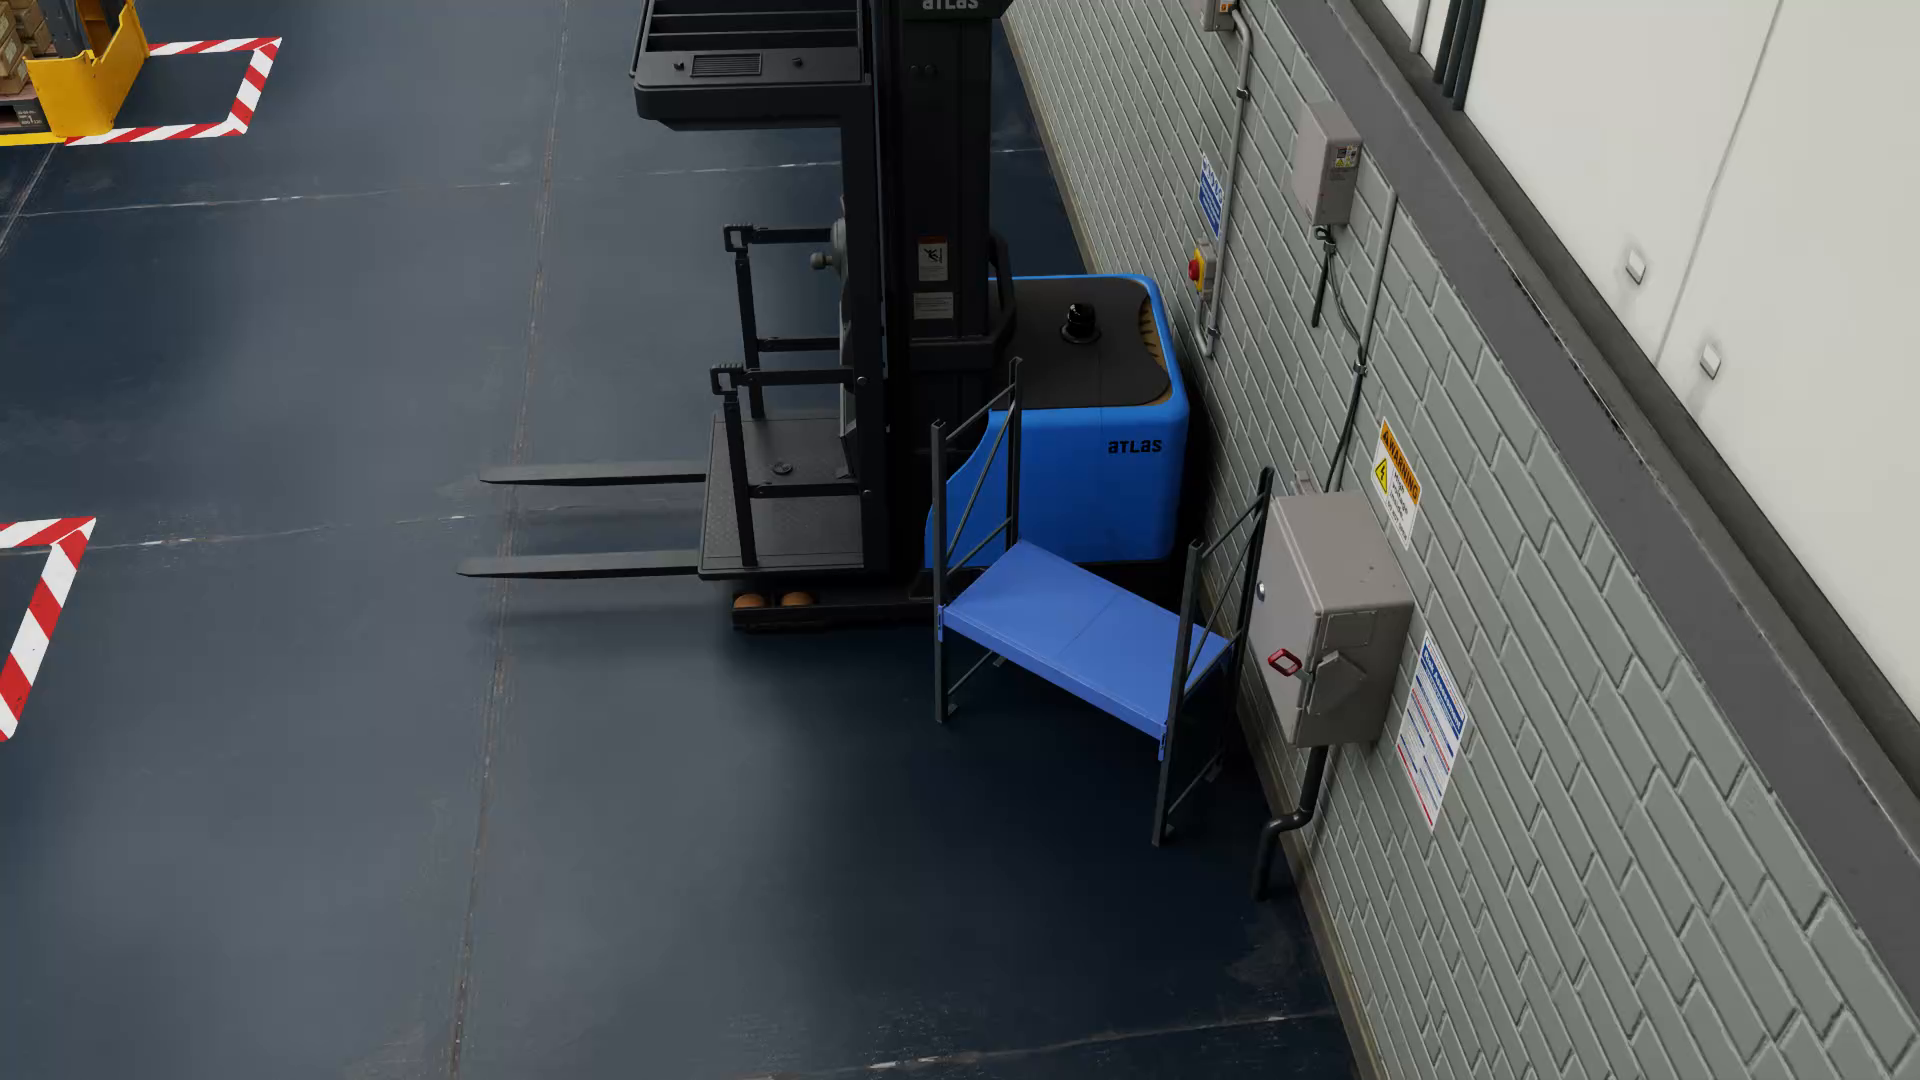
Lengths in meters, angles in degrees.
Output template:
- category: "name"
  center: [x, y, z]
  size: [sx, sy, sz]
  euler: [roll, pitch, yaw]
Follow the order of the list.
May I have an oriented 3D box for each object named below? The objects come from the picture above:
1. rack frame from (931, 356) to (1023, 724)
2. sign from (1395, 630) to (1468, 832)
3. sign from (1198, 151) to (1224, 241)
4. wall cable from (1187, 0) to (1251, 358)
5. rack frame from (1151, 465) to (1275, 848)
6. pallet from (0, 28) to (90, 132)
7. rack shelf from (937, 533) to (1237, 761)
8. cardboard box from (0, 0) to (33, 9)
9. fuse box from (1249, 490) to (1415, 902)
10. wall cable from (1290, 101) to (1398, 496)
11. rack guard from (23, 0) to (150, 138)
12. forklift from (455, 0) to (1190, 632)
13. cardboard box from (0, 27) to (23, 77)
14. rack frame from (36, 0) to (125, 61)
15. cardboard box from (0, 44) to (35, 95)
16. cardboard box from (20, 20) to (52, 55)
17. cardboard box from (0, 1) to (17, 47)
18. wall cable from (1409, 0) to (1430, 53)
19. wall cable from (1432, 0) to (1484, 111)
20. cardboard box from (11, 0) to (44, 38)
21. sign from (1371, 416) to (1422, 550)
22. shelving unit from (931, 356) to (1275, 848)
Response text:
- category: "rack frame"
  center: [0.065, 0.039, 6.298]
  size: [0.032, 1.500, 0.500]
  euler: [27, 48, 27]
- category: "sign"
  center: [1.325, 0.541, 4.692]
  size: [0.001, 0.494, 0.329]
  euler: [-5, 42, -6]
- category: "sign"
  center: [0.982, -1.349, 6.516]
  size: [0.001, 0.218, 0.327]
  euler: [-5, 42, -6]
- category: "wall cable"
  center: [0.928, -1.601, 6.214]
  size: [0.123, 1.953, 0.585]
  euler: [-5, 42, -6]
- category: "rack frame"
  center: [0.877, 0.449, 5.844]
  size: [0.032, 1.500, 0.500]
  euler: [27, 48, 27]
- category: "pallet"
  center: [-6.288, -2.896, 10.514]
  size: [1.213, 0.211, 1.003]
  euler: [-5, 42, -6]
- category: "rack shelf"
  center: [0.471, 0.377, 6.191]
  size: [1.000, 0.185, 0.538]
  euler: [27, 48, 27]
- category: "cardboard box"
  center: [-5.966, -3.484, 10.454]
  size: [0.250, 0.149, 0.380]
  euler: [-7, 42, -7]
- category: "fuse box"
  center: [1.055, 0.674, 5.436]
  size: [0.414, 1.711, 0.539]
  euler: [-5, 42, -6]
- category: "wall cable"
  center: [1.123, -0.648, 5.181]
  size: [0.122, 1.984, 0.588]
  euler: [-5, 42, -6]
- category: "rack guard"
  center: [-5.478, -3.050, 10.470]
  size: [0.348, 0.500, 1.175]
  euler: [-5, 42, -6]
- category: "forklift"
  center: [-0.625, -1.065, 6.453]
  size: [3.031, 2.935, 1.130]
  euler: [-2, 42, -2]
- category: "cardboard box"
  center: [-5.889, -2.958, 10.093]
  size: [0.250, 0.149, 0.380]
  euler: [-6, 42, -7]
- category: "rack frame"
  center: [-5.402, -3.985, 9.640]
  size: [0.127, 3.000, 1.000]
  euler: [-5, 42, -6]
- category: "cardboard box"
  center: [-5.897, -2.898, 10.250]
  size: [0.250, 0.149, 0.380]
  euler: [-4, 42, -5]
- category: "cardboard box"
  center: [-5.964, -3.250, 10.639]
  size: [0.250, 0.149, 0.380]
  euler: [-4, 42, -5]
- category: "cardboard box"
  center: [-5.895, -3.089, 10.017]
  size: [0.250, 0.149, 0.380]
  euler: [-5, 42, -5]
- category: "wall cable"
  center: [1.038, -3.116, 4.196]
  size: [0.029, 3.000, 2.355]
  euler: [-5, 42, -6]
- category: "wall cable"
  center: [1.362, -1.276, 2.129]
  size: [0.133, 3.039, 2.988]
  euler: [-5, 42, -6]
- category: "cardboard box"
  center: [-5.955, -3.318, 10.493]
  size: [0.250, 0.149, 0.380]
  euler: [-3, 42, -4]
- category: "sign"
  center: [1.253, -0.165, 4.788]
  size: [0.001, 0.242, 0.339]
  euler: [-5, 42, -6]
- category: "shelving unit"
  center: [0.471, 0.244, 6.071]
  size: [1.048, 1.500, 0.538]
  euler: [27, 48, 27]
